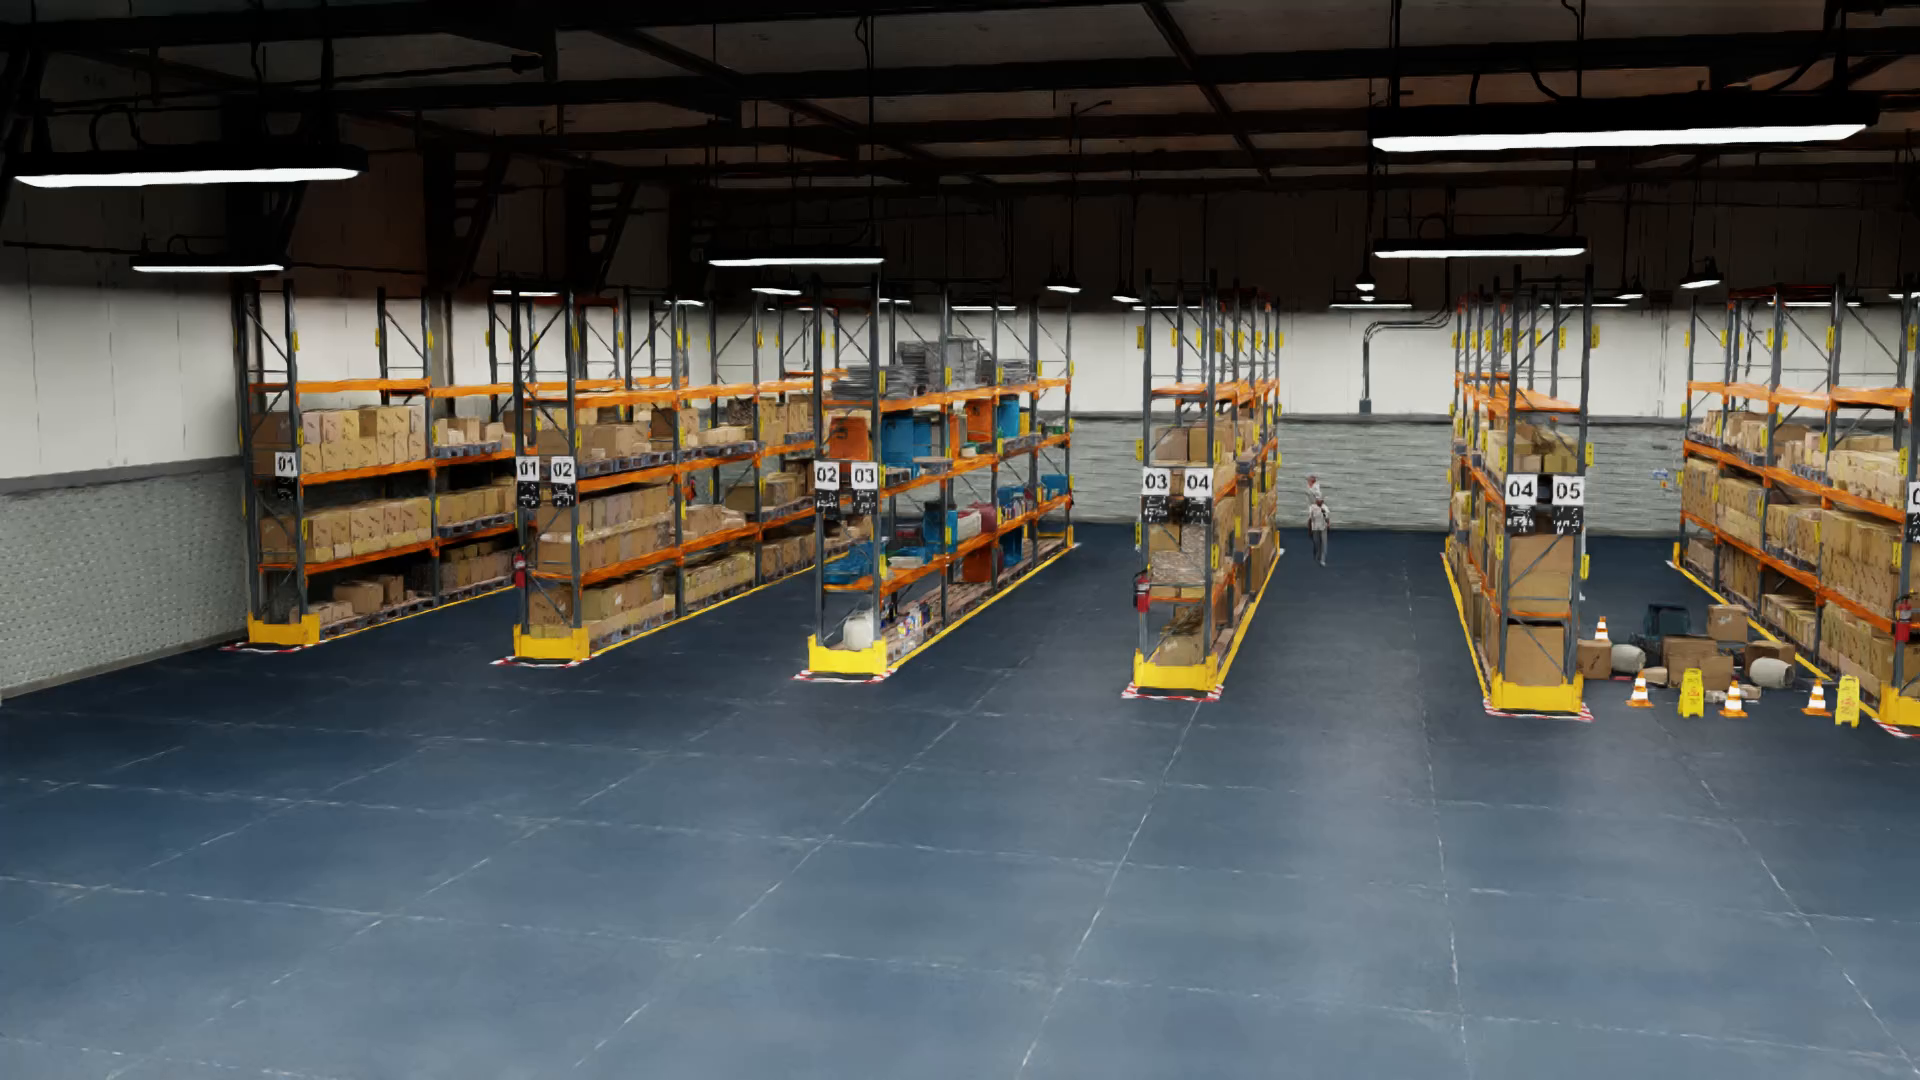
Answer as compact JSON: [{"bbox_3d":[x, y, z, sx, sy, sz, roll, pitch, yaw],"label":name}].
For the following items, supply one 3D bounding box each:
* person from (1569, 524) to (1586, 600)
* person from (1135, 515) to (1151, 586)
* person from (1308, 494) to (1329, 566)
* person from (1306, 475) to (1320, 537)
[{"bbox_3d":[11.895,0.251,32.140,0.506,1.783,0.632,-2,7,-17],"label":"person"},{"bbox_3d":[3.857,0.055,34.102,0.553,1.709,1.123,2,7,16],"label":"person"},{"bbox_3d":[8.010,-0.251,37.142,0.456,1.587,1.071,2,7,16],"label":"person"},{"bbox_3d":[9.076,-0.873,42.451,0.473,1.590,0.475,-5,8,-36],"label":"person"}]
